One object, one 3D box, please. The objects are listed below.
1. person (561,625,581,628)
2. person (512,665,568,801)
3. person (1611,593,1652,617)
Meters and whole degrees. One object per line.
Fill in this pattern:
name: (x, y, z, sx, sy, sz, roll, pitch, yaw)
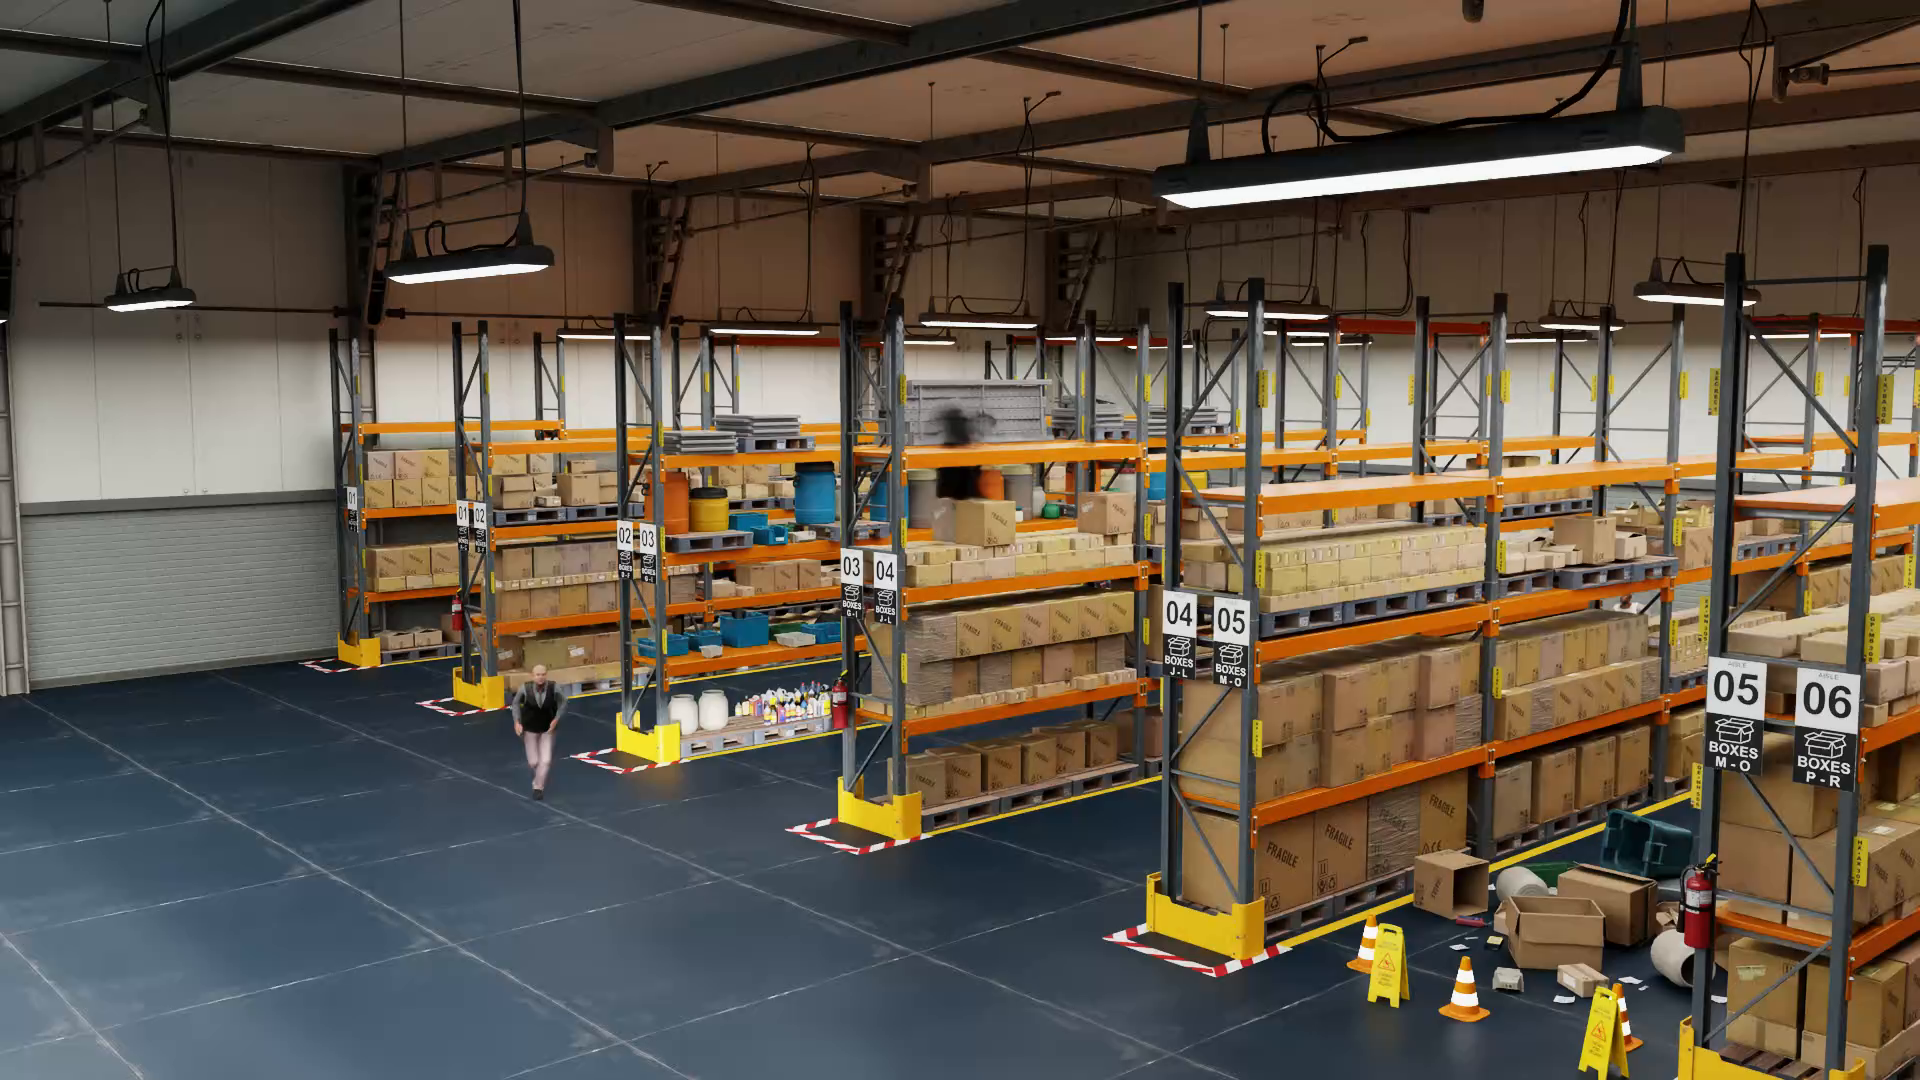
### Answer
person: (-6.858, 1.439, 29.485, 0.815, 1.686, 0.601, -5, 8, -44)
person: (-5.150, 2.321, 20.405, 0.650, 1.660, 0.723, -2, 6, -20)
person: (10.881, 1.633, 27.155, 0.568, 1.728, 0.753, -5, 8, -42)
